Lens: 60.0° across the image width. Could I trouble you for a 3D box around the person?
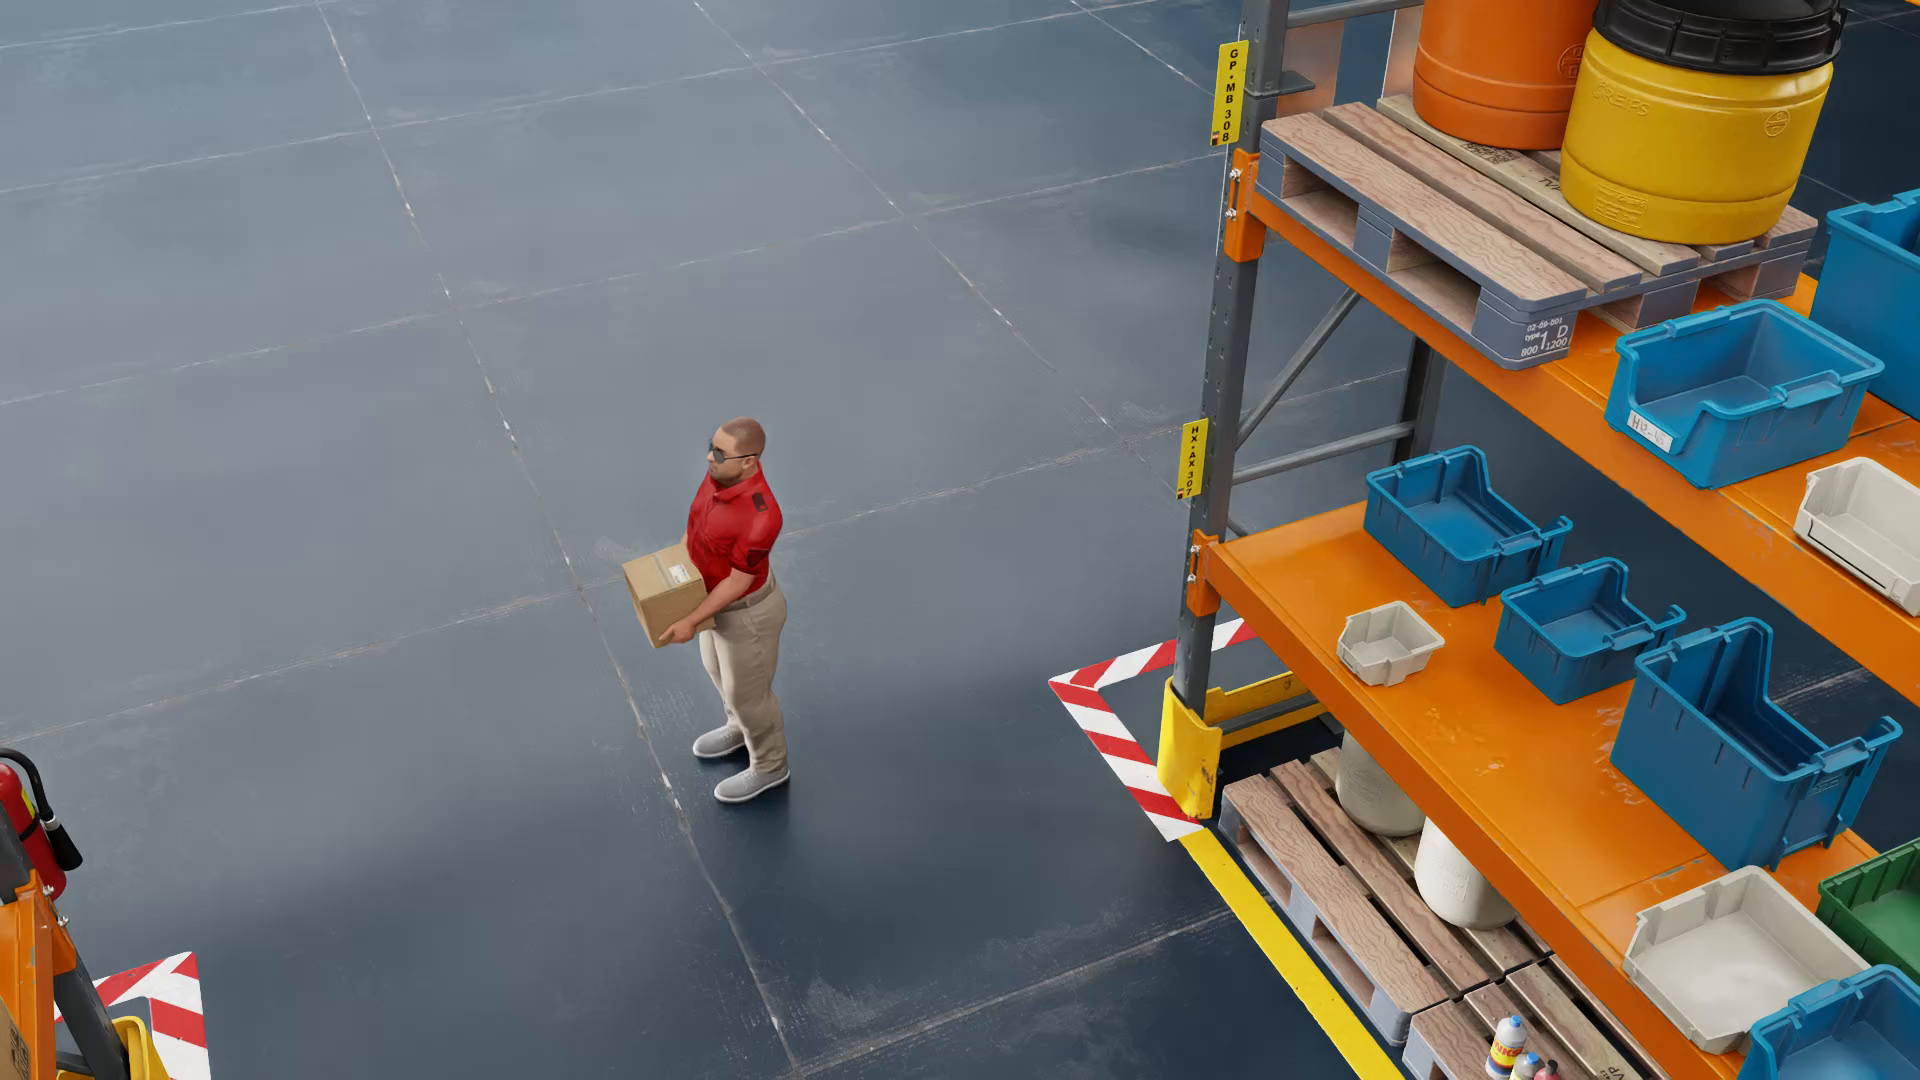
[{"bbox_3d":[-0.948,0.289,6.490,0.529,1.720,0.499,-16,40,-20],"label":"person"}]
